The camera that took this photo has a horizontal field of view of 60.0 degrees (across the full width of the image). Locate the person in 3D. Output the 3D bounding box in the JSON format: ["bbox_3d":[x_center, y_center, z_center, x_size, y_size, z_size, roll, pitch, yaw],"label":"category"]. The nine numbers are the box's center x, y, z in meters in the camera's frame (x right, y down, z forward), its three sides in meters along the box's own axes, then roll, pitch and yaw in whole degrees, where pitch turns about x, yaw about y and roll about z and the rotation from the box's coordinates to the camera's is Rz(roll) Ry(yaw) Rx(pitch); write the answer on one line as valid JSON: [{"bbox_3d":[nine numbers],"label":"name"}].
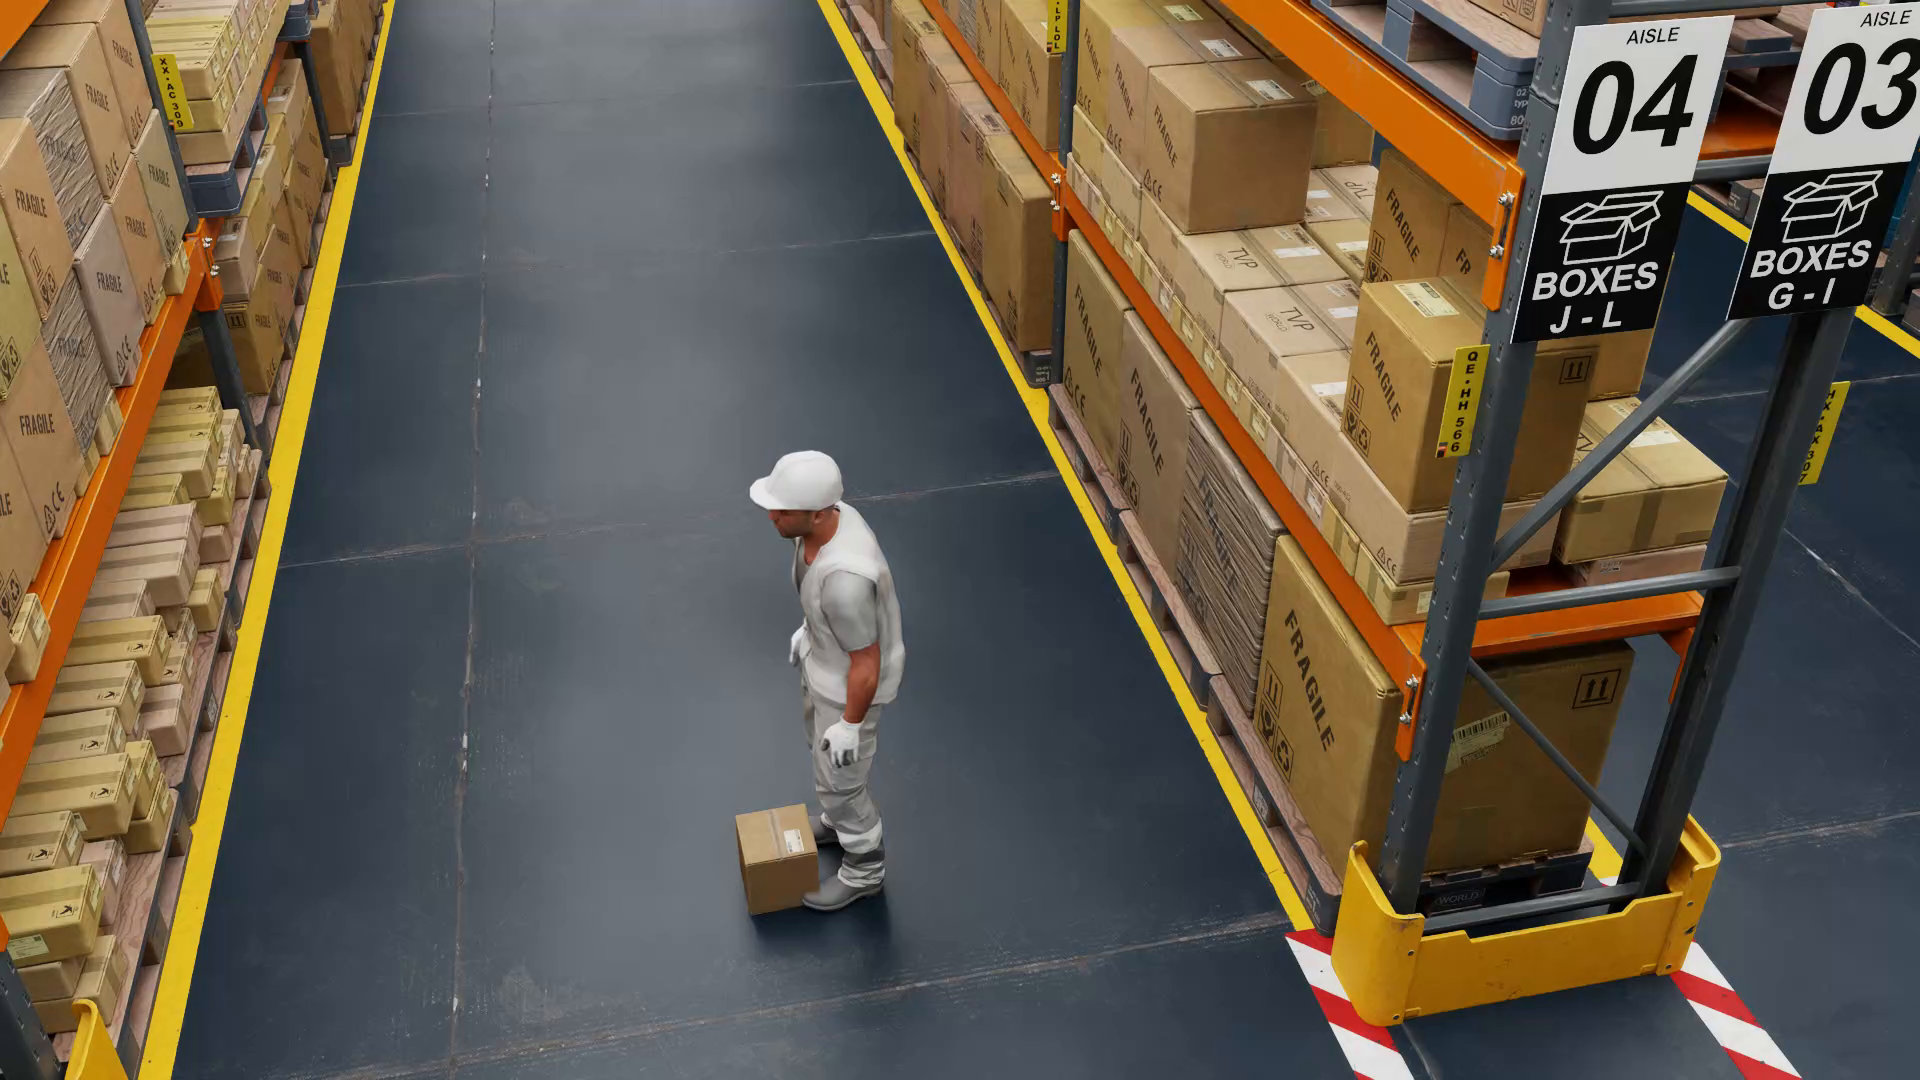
[{"bbox_3d":[-0.417,0.461,5.446,0.446,1.780,0.620,-9,35,-13],"label":"person"}]
